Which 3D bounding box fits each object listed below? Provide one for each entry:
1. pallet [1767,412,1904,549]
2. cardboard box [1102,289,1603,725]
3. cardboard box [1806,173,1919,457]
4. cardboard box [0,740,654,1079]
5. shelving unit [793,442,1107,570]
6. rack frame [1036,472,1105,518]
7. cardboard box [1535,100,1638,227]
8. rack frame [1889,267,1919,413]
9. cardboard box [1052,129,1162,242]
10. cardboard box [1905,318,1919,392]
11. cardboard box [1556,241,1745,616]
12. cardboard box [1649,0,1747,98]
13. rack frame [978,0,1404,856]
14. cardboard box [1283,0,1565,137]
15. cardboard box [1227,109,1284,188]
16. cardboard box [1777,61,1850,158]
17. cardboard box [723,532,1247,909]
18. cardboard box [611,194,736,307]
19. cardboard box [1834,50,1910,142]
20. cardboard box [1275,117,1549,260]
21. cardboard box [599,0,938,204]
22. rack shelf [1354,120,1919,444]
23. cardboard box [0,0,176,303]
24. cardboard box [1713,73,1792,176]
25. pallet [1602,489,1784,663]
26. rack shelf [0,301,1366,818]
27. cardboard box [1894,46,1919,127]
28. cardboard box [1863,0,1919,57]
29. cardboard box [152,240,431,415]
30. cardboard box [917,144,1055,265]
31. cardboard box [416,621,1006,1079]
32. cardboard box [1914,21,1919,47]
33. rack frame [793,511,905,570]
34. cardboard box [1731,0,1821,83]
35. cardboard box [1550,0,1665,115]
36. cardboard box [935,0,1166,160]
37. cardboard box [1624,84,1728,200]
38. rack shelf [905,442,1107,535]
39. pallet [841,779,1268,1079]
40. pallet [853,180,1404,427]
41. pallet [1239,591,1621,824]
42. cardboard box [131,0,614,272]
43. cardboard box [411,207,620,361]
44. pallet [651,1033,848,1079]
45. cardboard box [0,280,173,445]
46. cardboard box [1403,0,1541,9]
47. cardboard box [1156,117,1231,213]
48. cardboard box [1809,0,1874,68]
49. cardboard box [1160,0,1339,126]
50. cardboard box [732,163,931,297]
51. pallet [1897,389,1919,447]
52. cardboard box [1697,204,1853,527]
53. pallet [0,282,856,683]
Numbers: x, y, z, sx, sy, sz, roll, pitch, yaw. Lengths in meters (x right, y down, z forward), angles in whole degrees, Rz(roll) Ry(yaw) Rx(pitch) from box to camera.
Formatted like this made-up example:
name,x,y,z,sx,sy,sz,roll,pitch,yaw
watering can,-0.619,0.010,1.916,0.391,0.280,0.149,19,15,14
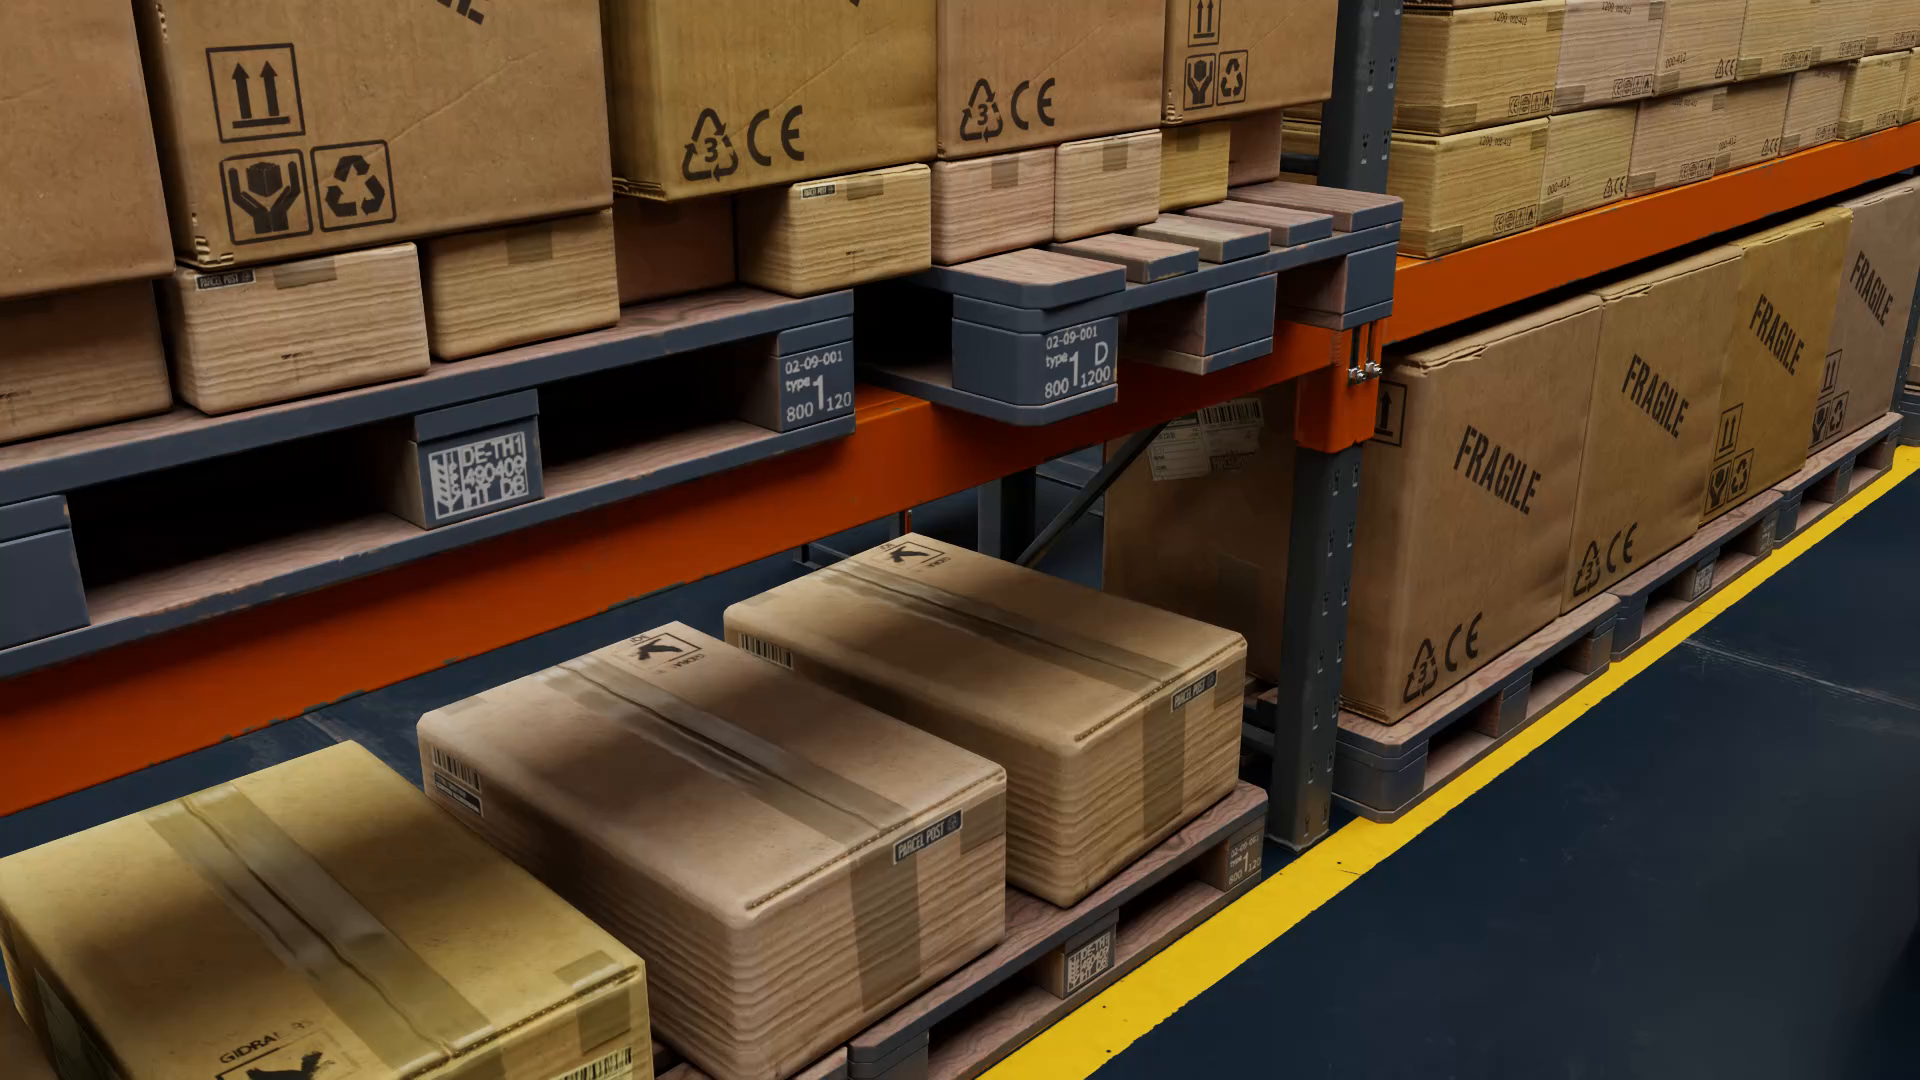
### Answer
name,x,y,z,sx,sy,sz,roll,pitch,yaw
pallet,2.750,-0.341,6.168,1.003,0.211,1.213,19,28,41
cardboard box,0.985,-0.193,4.271,0.875,0.875,0.875,19,28,40
cardboard box,2.859,-0.885,6.072,0.875,0.875,0.875,-19,28,-40
cardboard box,-1.000,0.727,2.580,0.625,0.372,0.950,-19,28,-40
shelving unit,0.005,-0.527,5.377,0.538,1.125,1.048,19,28,41
rack frame,0.359,-0.657,5.717,0.500,1.125,0.032,19,28,41
cardboard box,1.311,-0.961,4.103,0.500,0.250,0.500,18,28,39
rack frame,3.234,-1.860,6.232,1.000,3.000,0.127,19,28,41
cardboard box,0.105,-0.604,2.731,0.380,0.149,0.250,19,28,40
cardboard box,3.749,-0.994,6.967,0.875,0.438,0.875,19,28,40
cardboard box,1.610,-0.421,4.865,0.875,0.875,0.875,20,29,41
cardboard box,1.692,-1.321,4.343,0.500,0.250,0.500,19,28,40
rack frame,0.444,-0.832,3.557,1.000,3.000,0.127,19,28,41
cardboard box,0.974,-1.063,3.673,0.500,0.250,0.500,19,28,40
cardboard box,0.383,-0.767,3.155,0.250,0.149,0.380,-19,28,-40
cardboard box,2.380,-1.356,5.130,0.500,0.250,0.500,18,28,39
cardboard box,0.042,0.342,3.582,0.950,0.372,0.625,17,27,37
cardboard box,-0.524,-0.434,2.288,0.380,0.149,0.250,20,28,41
cardboard box,2.746,-1.481,5.455,0.500,0.250,0.500,19,28,40
cardboard box,0.965,-0.824,3.748,0.500,0.250,0.500,19,28,40
cardboard box,-0.378,-0.761,2.234,0.500,0.500,0.500,17,27,37
rack shelf,1.839,-1.010,5.024,1.077,0.370,4.000,19,28,41
cardboard box,-1.111,-0.486,1.519,0.500,0.500,0.500,19,28,40
cardboard box,2.023,-1.222,4.782,0.500,0.250,0.500,19,28,41
pallet,1.899,-0.026,5.348,1.003,0.211,1.213,19,28,41
rack shelf,-0.952,0.018,2.349,1.077,0.370,4.000,19,28,41
cardboard box,3.102,-1.611,5.795,0.500,0.250,0.500,18,28,39
cardboard box,2.757,-1.719,5.377,0.500,0.250,0.500,-19,28,-41
cardboard box,-0.806,-0.273,1.869,0.250,0.149,0.380,-19,28,-40
cardboard box,-0.077,-0.542,2.567,0.380,0.149,0.250,18,27,38
cardboard box,-0.467,0.533,3.083,0.950,0.372,0.625,19,28,40
cardboard box,3.101,-1.849,5.717,0.500,0.250,0.500,19,28,41
rack frame,-0.350,-0.396,5.037,0.500,1.125,0.032,19,28,41
cardboard box,2.055,-1.448,4.673,0.500,0.250,0.500,-20,28,-41
cardboard box,1.335,-1.196,4.018,0.500,0.250,0.500,-19,28,-41
cardboard box,-0.027,-0.891,2.573,0.500,0.500,0.500,19,28,40
cardboard box,1.681,-1.094,4.450,0.500,0.250,0.500,-19,28,-40
rack shelf,0.005,-0.299,5.465,0.538,0.278,1.000,19,28,41
pallet,-0.103,0.670,3.536,1.003,0.211,1.213,19,28,41
pallet,0.023,-0.532,3.046,1.213,0.211,1.003,19,28,41
pallet,1.048,0.286,4.536,1.003,0.211,1.213,19,28,41
cardboard box,-0.760,-0.621,1.870,0.500,0.500,0.500,18,27,39
cardboard box,-0.641,-0.349,2.067,0.380,0.149,0.250,18,27,39
pallet,-0.954,0.983,2.724,1.003,0.211,1.213,19,28,41
cardboard box,-1.028,-0.218,1.725,0.380,0.149,0.250,20,28,41
cardboard box,0.963,-1.411,3.531,0.500,0.500,0.500,18,27,39
cardboard box,0.248,-0.680,2.928,0.250,0.149,0.380,-20,28,-41
cardboard box,2.400,-1.584,5.027,0.500,0.250,0.500,-19,28,-41
cardboard box,0.326,-1.027,2.926,0.500,0.500,0.500,18,28,39
cardboard box,-0.259,-0.467,2.374,0.250,0.149,0.380,-20,28,-41
pallet,3.821,-0.734,7.190,1.003,0.211,1.213,19,28,41
cardboard box,2.234,-0.651,5.462,0.875,0.875,0.875,-19,28,-40
pallet,-0.908,-0.223,2.241,1.003,0.211,1.213,19,28,41
